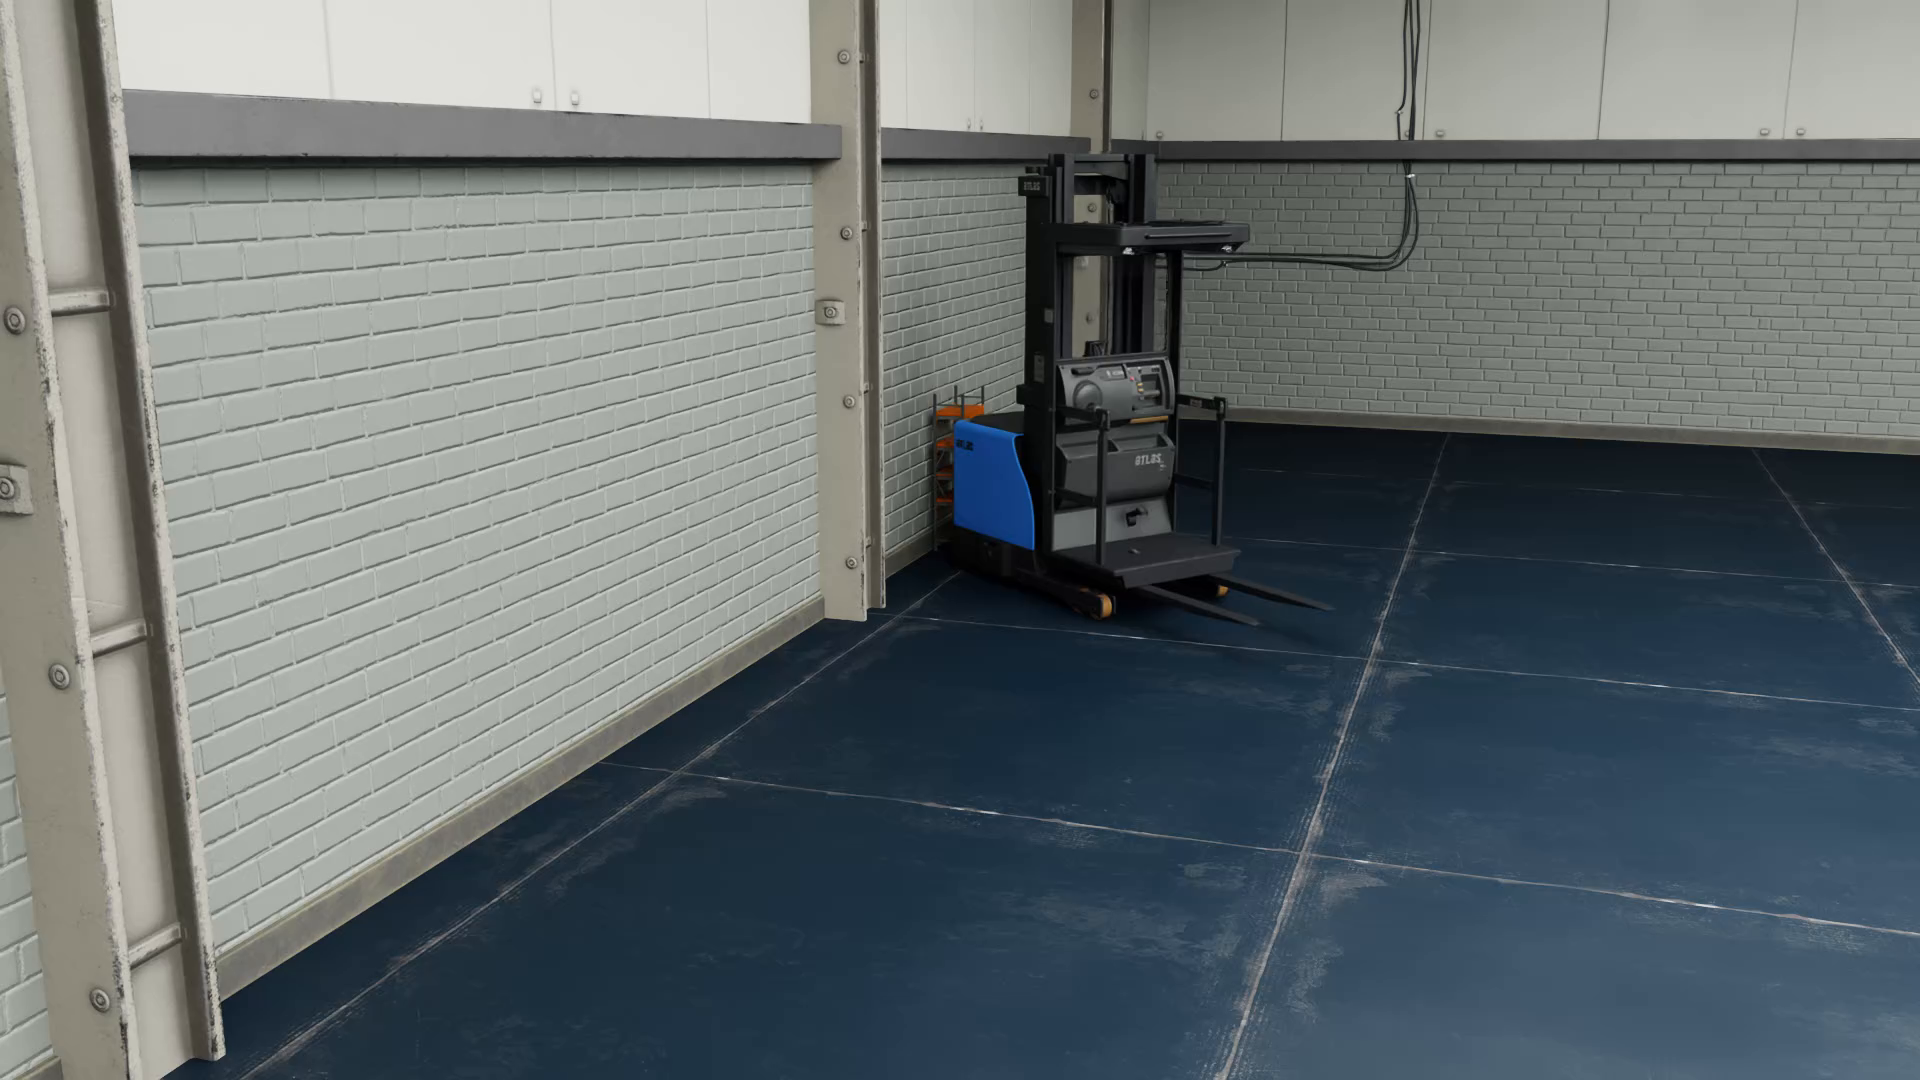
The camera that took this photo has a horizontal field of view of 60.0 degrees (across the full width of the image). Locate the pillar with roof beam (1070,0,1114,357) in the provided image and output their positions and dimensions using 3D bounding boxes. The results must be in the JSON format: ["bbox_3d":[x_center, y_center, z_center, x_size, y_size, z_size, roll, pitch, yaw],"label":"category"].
[{"bbox_3d":[5.313,-4.870,14.100,9.100,9.000,0.400,4,14,18],"label":"pillar with roof beam"}]

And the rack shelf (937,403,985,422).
[{"bbox_3d":[-0.006,-0.929,12.596,0.258,0.148,0.480,4,13,18],"label":"rack shelf"}]

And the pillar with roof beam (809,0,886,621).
[{"bbox_3d":[3.372,-3.606,8.565,9.100,9.000,0.400,4,14,18],"label":"pillar with roof beam"}]

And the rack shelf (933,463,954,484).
[{"bbox_3d":[-0.005,-0.481,12.699,0.258,0.148,0.480,4,13,18],"label":"rack shelf"}]

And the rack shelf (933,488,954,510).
[{"bbox_3d":[-0.004,-0.287,12.743,0.258,0.148,0.480,4,13,18],"label":"rack shelf"}]

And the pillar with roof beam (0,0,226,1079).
[{"bbox_3d":[1.431,-2.343,3.030,9.100,9.000,0.400,4,14,18],"label":"pillar with roof beam"}]

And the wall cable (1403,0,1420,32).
[{"bbox_3d":[6.004,-6.458,16.689,3.097,2.526,0.112,4,14,18],"label":"wall cable"}]

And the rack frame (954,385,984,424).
[{"bbox_3d":[0.072,-0.598,12.909,0.240,1.200,0.015,4,13,18],"label":"rack frame"}]

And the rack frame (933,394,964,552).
[{"bbox_3d":[-0.082,-0.495,12.458,0.240,1.200,0.015,4,13,18],"label":"rack frame"}]

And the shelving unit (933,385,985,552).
[{"bbox_3d":[-0.005,-0.546,12.684,0.258,1.200,0.503,4,13,18],"label":"shelving unit"}]

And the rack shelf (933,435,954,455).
[{"bbox_3d":[-0.005,-0.699,12.649,0.258,0.148,0.480,4,13,18],"label":"rack shelf"}]

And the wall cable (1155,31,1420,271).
[{"bbox_3d":[3.444,-4.191,18.104,3.097,2.526,0.112,4,14,18],"label":"wall cable"}]

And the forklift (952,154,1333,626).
[{"bbox_3d":[1.169,-1.035,10.935,1.130,2.935,3.031,-8,15,-32],"label":"forklift"}]
